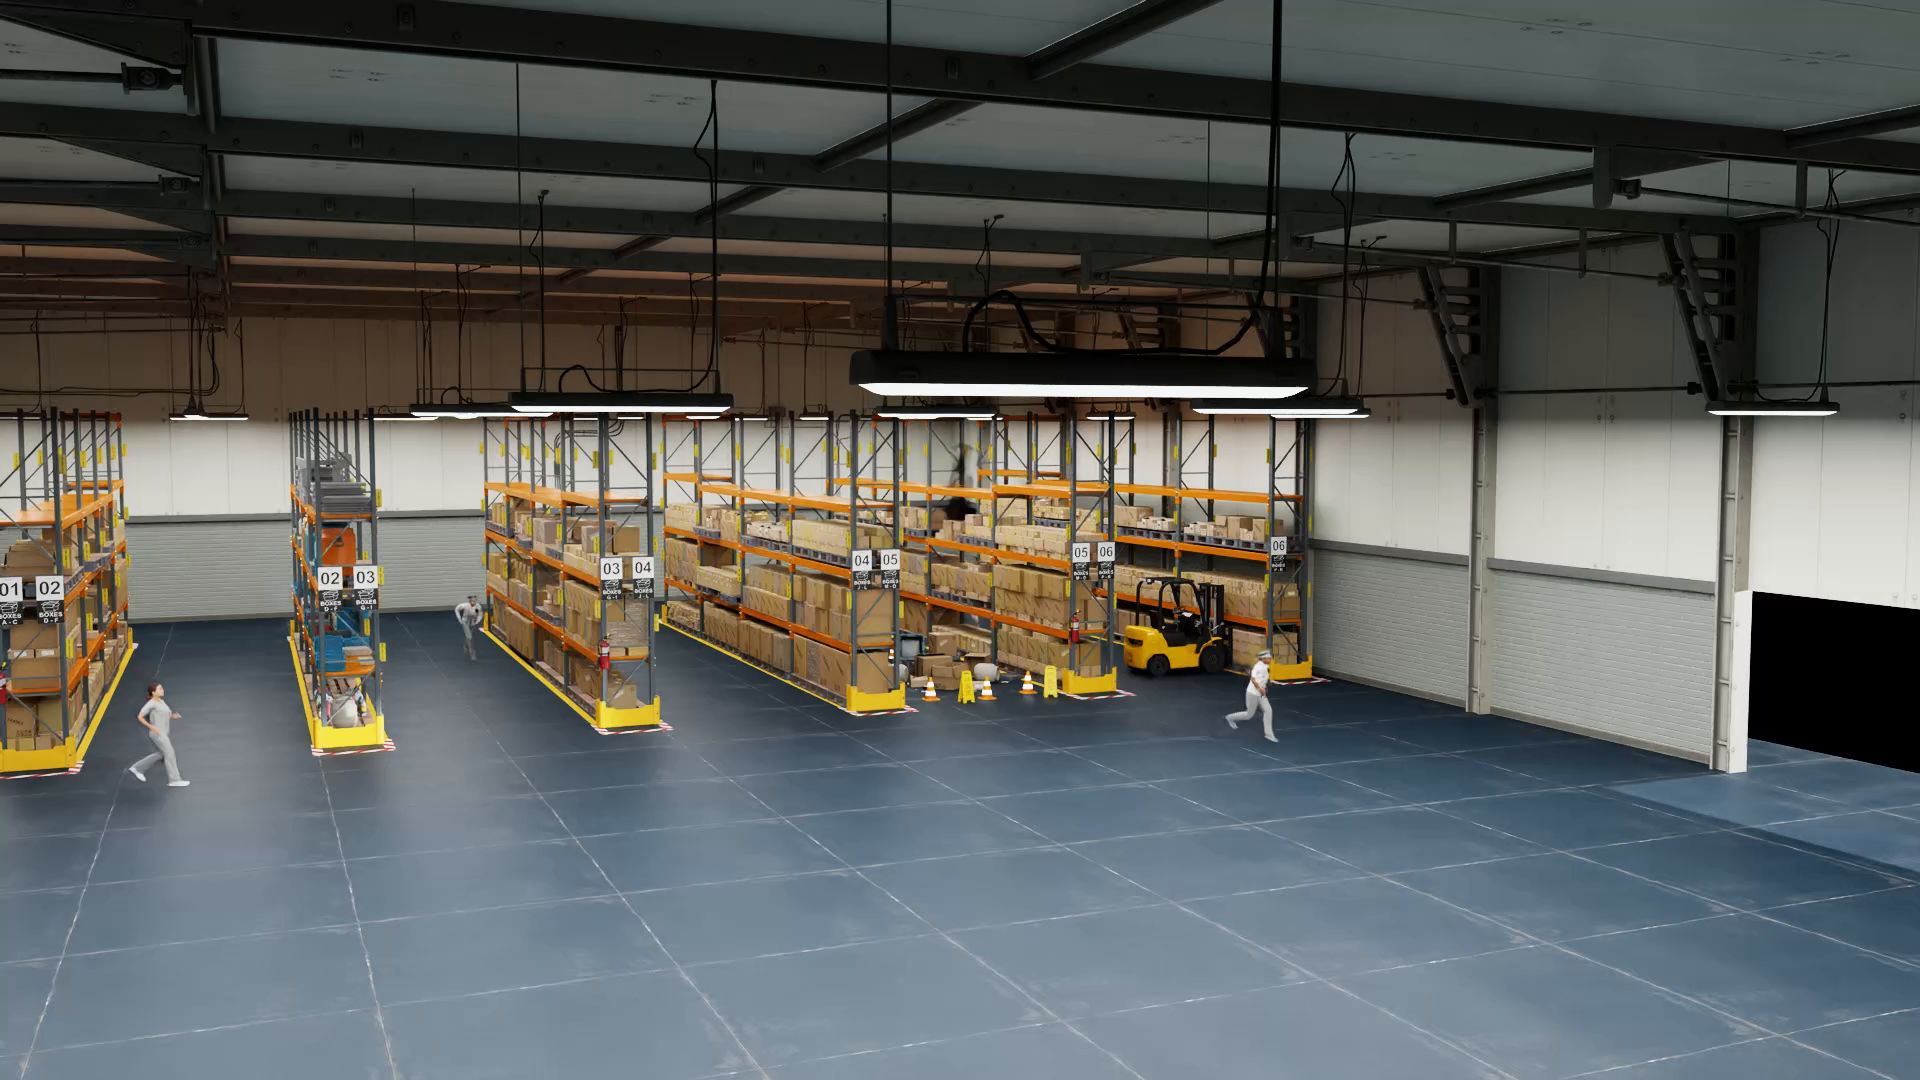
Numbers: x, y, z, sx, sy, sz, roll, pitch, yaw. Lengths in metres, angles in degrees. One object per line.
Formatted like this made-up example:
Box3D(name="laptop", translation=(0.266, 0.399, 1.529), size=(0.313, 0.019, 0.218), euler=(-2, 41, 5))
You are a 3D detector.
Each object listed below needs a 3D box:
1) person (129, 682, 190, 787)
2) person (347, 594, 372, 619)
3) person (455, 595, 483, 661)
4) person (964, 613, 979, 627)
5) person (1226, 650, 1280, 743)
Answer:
Box3D(name="person", translation=(-12.601, 3.051, 26.112), size=(0.934, 1.645, 0.573), euler=(0, 4, -5))
Box3D(name="person", translation=(-16.428, 1.716, 45.558), size=(0.650, 1.765, 0.779), euler=(0, 4, -2))
Box3D(name="person", translation=(-11.959, 2.117, 40.475), size=(0.656, 1.627, 0.968), euler=(-2, 5, -29))
Box3D(name="person", translation=(0.209, 1.660, 45.559), size=(0.681, 1.769, 1.128), euler=(-2, 4, -25))
Box3D(name="person", translation=(5.313, 2.807, 30.099), size=(1.006, 1.683, 0.557), euler=(2, 5, 30))
